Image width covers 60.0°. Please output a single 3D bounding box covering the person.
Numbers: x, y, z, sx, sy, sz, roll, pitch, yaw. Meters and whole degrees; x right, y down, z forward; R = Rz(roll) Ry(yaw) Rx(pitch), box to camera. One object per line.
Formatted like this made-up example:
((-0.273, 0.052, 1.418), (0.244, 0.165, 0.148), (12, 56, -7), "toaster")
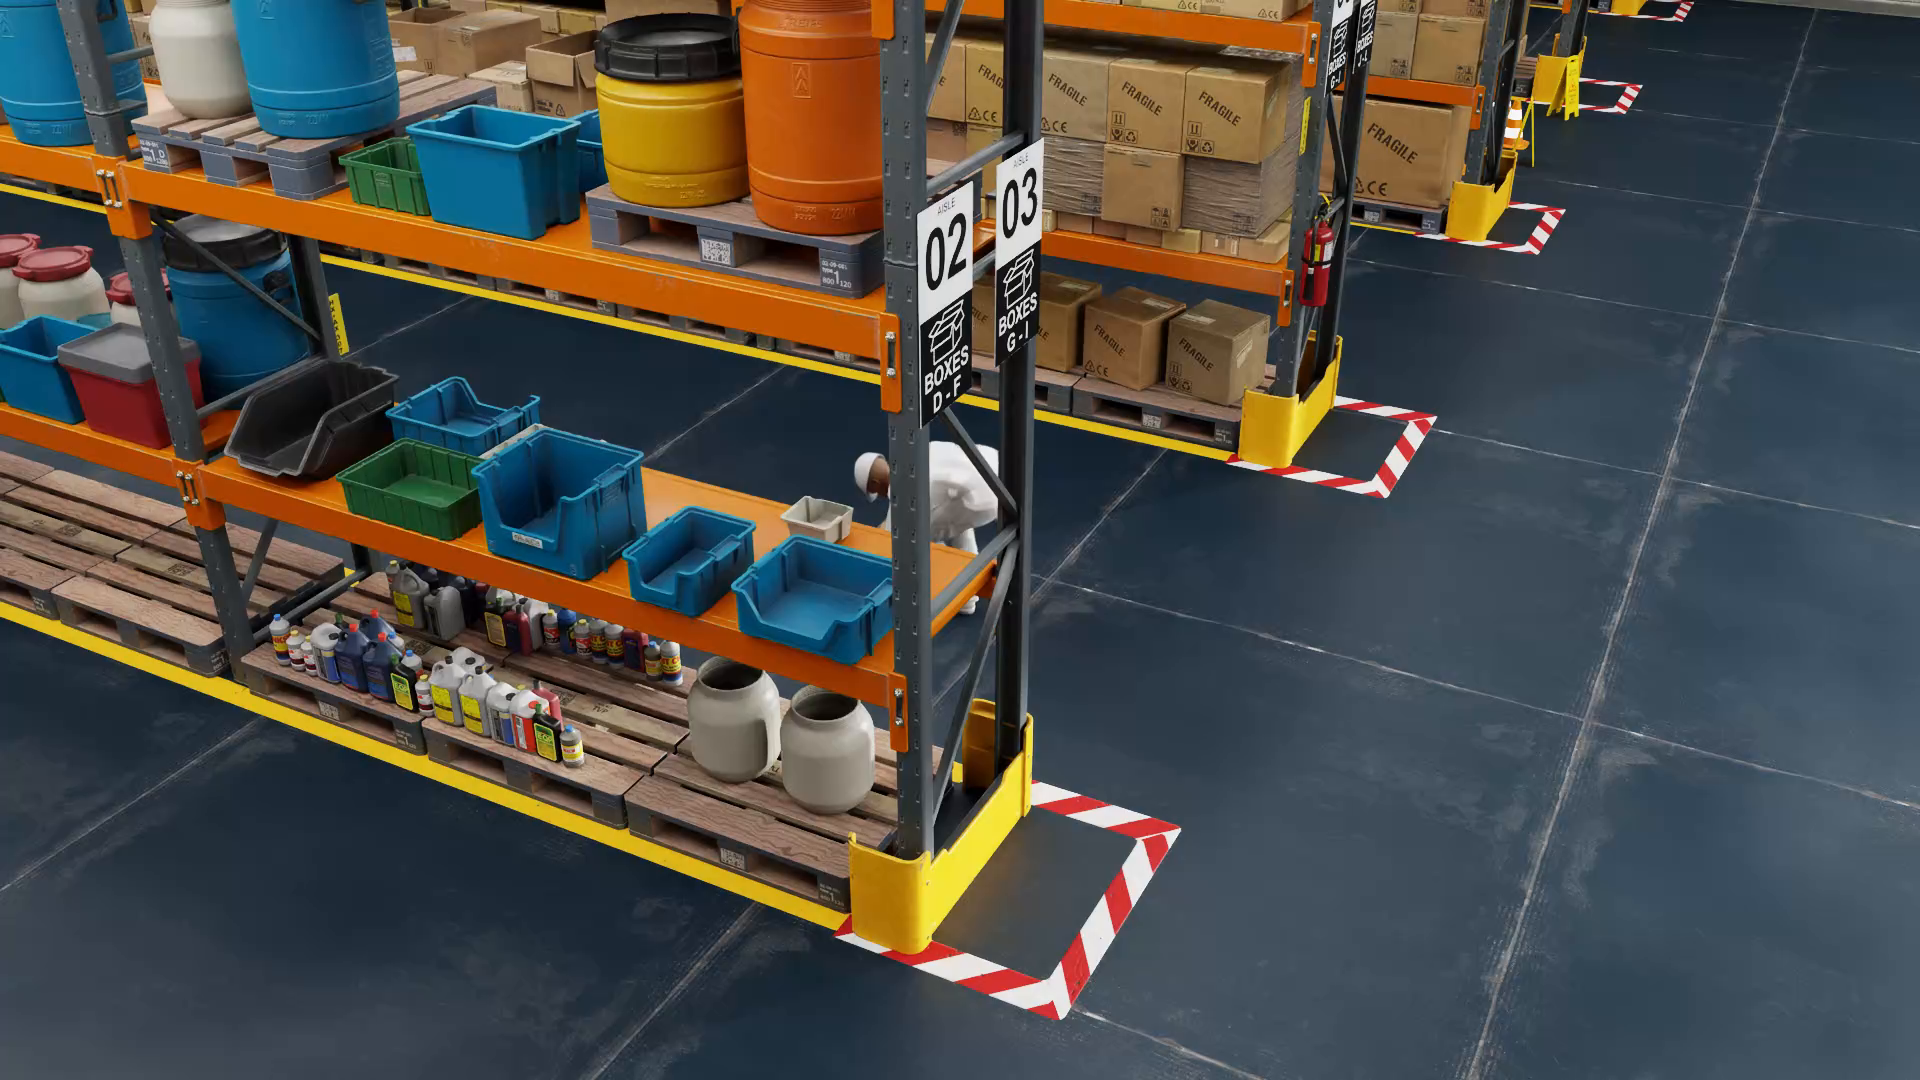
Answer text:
((-0.150, -0.121, 9.306), (0.975, 0.939, 0.499), (13, 32, 21), "person")
